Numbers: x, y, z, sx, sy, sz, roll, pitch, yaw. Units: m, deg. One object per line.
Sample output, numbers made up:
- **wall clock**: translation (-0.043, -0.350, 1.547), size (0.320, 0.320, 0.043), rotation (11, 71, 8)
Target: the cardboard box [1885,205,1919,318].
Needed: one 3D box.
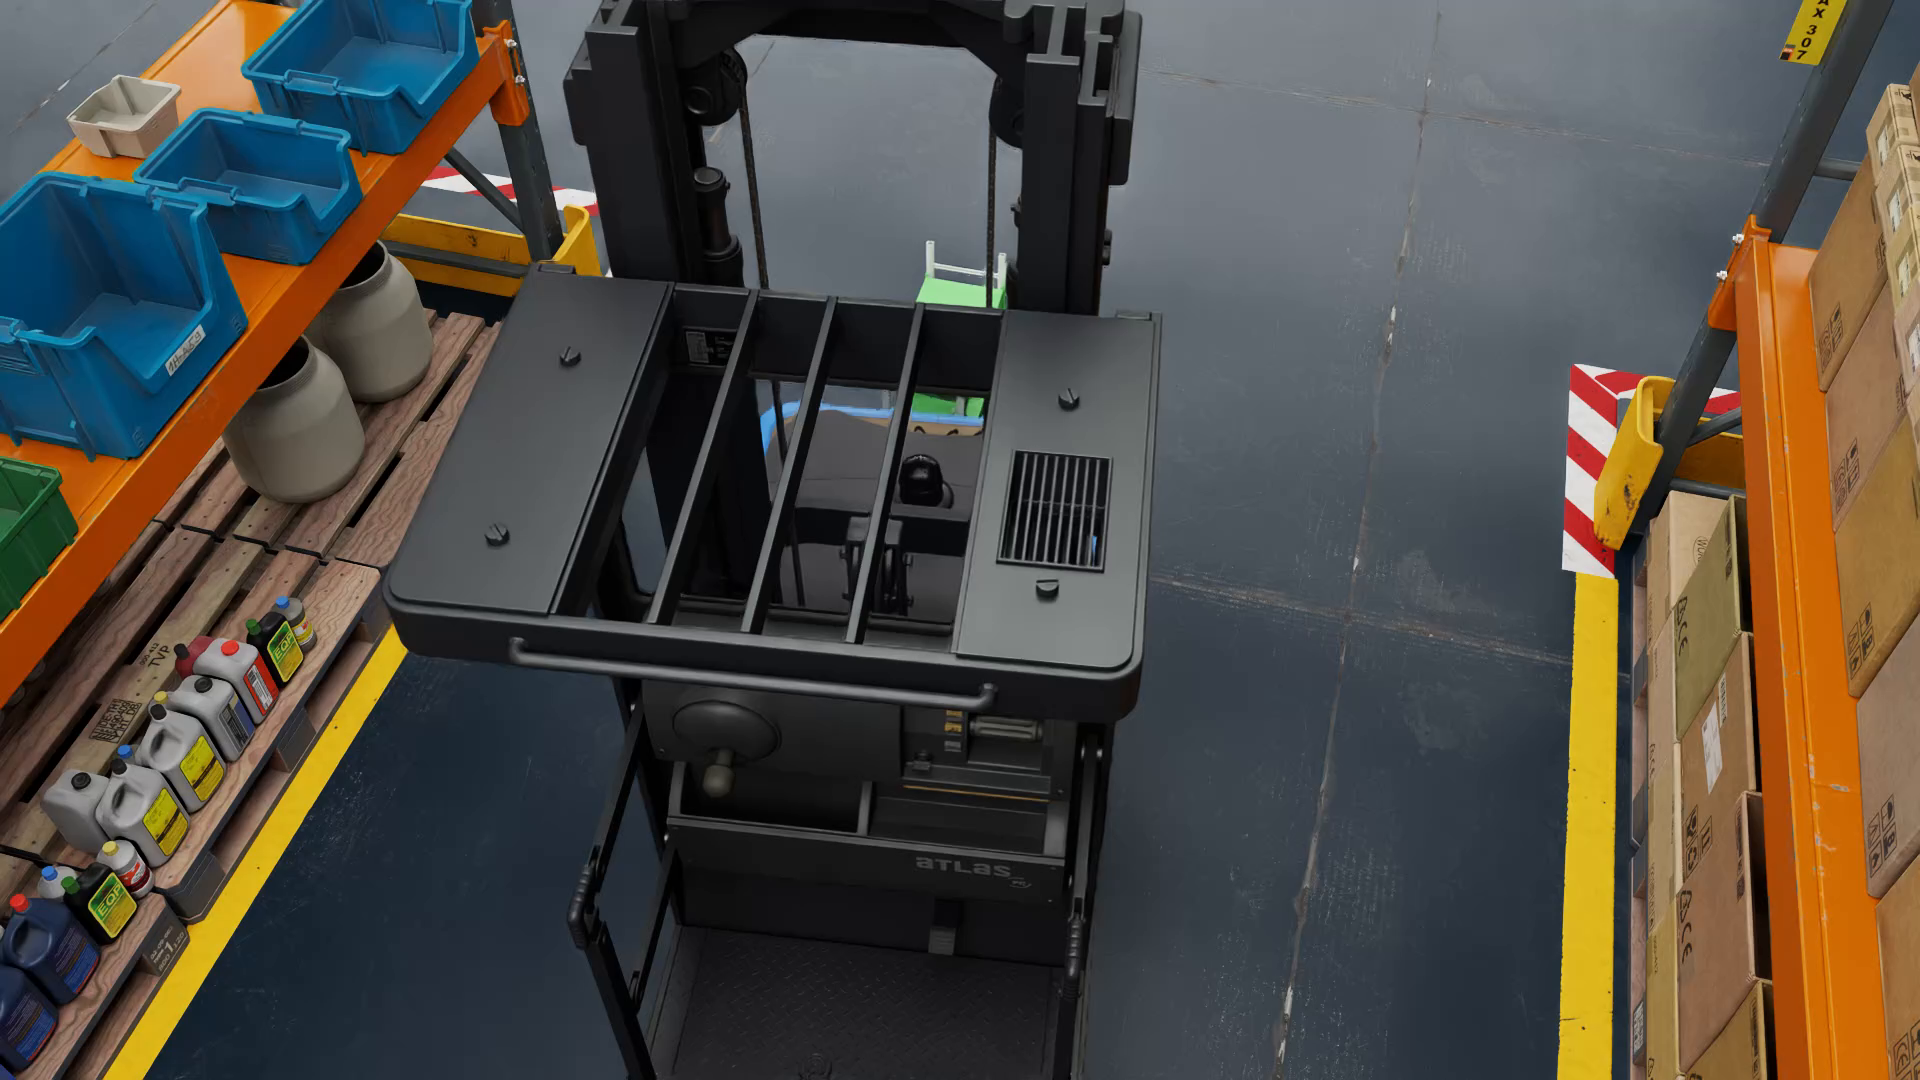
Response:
- **cardboard box**: translation (2.343, -0.600, 3.780), size (0.380, 0.149, 0.250), rotation (12, 50, 10)

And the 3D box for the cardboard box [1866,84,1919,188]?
- **cardboard box**: translation (2.477, -0.972, 4.108), size (0.380, 0.149, 0.250), rotation (11, 50, 10)

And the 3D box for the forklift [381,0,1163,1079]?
- **forklift**: translation (-0.236, 0.480, 3.372), size (1.130, 2.935, 3.031), rotation (5, 49, 5)

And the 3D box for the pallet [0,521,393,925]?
- **pallet**: translation (-2.507, 0.507, 5.161), size (1.003, 0.211, 1.213), rotation (12, 50, 10)

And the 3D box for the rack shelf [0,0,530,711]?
- **rack shelf**: translation (-2.516, -0.261, 4.460), size (1.077, 0.370, 4.000), rotation (12, 50, 10)

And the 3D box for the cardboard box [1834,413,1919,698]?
- **cardboard box**: translation (2.383, 0.075, 3.616), size (0.700, 0.500, 0.500), rotation (12, 50, 10)

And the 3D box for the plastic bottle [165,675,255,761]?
- **plastic bottle**: translation (-2.180, 0.502, 4.829), size (0.152, 0.276, 0.135), rotation (10, 49, 9)

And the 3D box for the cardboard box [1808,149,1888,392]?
- **cardboard box**: translation (2.653, -0.663, 4.268), size (0.700, 0.500, 0.500), rotation (12, 50, 10)

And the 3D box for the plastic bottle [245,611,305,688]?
- **plastic bottle**: translation (-2.063, 0.311, 4.993), size (0.061, 0.283, 0.133), rotation (13, 50, 11)

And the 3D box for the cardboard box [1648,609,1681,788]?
- **cardboard box**: translation (2.304, 0.512, 4.852), size (0.500, 0.250, 0.500), rotation (12, 50, 10)

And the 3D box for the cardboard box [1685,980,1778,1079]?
- **cardboard box**: translation (1.917, 1.350, 3.611), size (0.500, 0.500, 0.500), rotation (12, 50, 10)

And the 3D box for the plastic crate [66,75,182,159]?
- **plastic crate**: translation (-2.536, -1.275, 5.050), size (0.298, 0.136, 0.250), rotation (12, 50, 10)

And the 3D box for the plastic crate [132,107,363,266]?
- **plastic crate**: translation (-2.009, -1.007, 4.737), size (0.499, 0.251, 0.408), rotation (12, 50, 10)

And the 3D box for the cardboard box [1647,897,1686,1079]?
- **cardboard box**: translation (2.036, 1.234, 4.214), size (0.500, 0.250, 0.500), rotation (12, 50, 10)

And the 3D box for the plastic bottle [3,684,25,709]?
- **plastic bottle**: translation (-2.884, 0.382, 4.939), size (0.097, 0.271, 0.097), rotation (0, 49, 0)

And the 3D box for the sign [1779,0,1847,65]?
- **sign**: translation (2.254, -1.392, 4.348), size (0.100, 0.325, 0.005), rotation (12, 50, 10)

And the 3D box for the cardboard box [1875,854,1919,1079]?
- **cardboard box**: translation (2.114, 0.828, 2.952), size (0.700, 0.500, 0.500), rotation (12, 50, 11)

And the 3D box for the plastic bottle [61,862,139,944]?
- **plastic bottle**: translation (-2.297, 0.951, 4.428), size (0.061, 0.283, 0.133), rotation (14, 50, 12)

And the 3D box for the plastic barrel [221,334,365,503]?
- **plastic barrel**: translation (-2.221, -0.408, 5.488), size (0.421, 0.512, 0.421), rotation (0, 49, 0)

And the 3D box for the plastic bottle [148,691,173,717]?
- **plastic bottle**: translation (-2.305, 0.516, 4.867), size (0.097, 0.201, 0.097), rotation (0, 49, 0)

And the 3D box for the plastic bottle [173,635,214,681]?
- **plastic bottle**: translation (-2.246, 0.379, 4.933), size (0.061, 0.283, 0.133), rotation (12, 50, 10)

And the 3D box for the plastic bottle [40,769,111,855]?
- **plastic bottle**: translation (-2.418, 0.746, 4.614), size (0.152, 0.276, 0.135), rotation (12, 50, 10)

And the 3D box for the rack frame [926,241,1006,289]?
- **rack frame**: translation (0.016, -0.463, 5.357), size (0.240, 1.200, 0.015), rotation (11, 50, 9)

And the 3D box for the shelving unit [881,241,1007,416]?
- **shelving unit**: translation (-0.044, -0.286, 5.201), size (0.258, 1.200, 0.503), rotation (11, 50, 9)

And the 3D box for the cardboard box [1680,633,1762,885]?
- **cardboard box**: translation (2.183, 0.627, 4.249), size (0.500, 0.500, 0.500), rotation (12, 50, 10)

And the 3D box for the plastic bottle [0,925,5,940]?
- **plastic bottle**: translation (-2.508, 1.074, 4.328), size (0.097, 0.271, 0.097), rotation (0, 49, 0)

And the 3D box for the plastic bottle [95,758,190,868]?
- **plastic bottle**: translation (-2.268, 0.733, 4.576), size (0.144, 0.351, 0.185), rotation (11, 50, 10)

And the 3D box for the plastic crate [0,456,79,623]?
- **plastic crate**: translation (-2.413, 0.092, 3.810), size (0.450, 0.188, 0.662), rotation (12, 50, 10)

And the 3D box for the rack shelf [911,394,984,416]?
- **rack shelf**: translation (-0.043, -0.402, 5.069), size (0.258, 0.148, 0.480), rotation (11, 50, 9)

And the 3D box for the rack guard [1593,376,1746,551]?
- **rack guard**: translation (2.794, -0.156, 5.554), size (1.175, 0.500, 0.348), rotation (12, 50, 10)

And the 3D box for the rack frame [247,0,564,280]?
- **rack frame**: translation (-1.990, -1.946, 5.467), size (1.000, 3.000, 0.127), rotation (12, 50, 10)

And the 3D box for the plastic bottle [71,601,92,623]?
- **plastic bottle**: translation (-2.795, 0.160, 5.182), size (0.097, 0.201, 0.097), rotation (0, 49, 0)

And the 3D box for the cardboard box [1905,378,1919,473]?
- **cardboard box**: translation (2.207, -0.225, 3.448), size (0.380, 0.149, 0.250), rotation (10, 49, 9)

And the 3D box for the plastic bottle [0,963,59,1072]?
- **plastic bottle**: translation (-2.430, 1.177, 4.184), size (0.144, 0.351, 0.185), rotation (13, 50, 11)

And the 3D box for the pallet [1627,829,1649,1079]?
- **pallet**: translation (2.304, 1.398, 4.375), size (1.003, 0.211, 1.213), rotation (12, 50, 10)
